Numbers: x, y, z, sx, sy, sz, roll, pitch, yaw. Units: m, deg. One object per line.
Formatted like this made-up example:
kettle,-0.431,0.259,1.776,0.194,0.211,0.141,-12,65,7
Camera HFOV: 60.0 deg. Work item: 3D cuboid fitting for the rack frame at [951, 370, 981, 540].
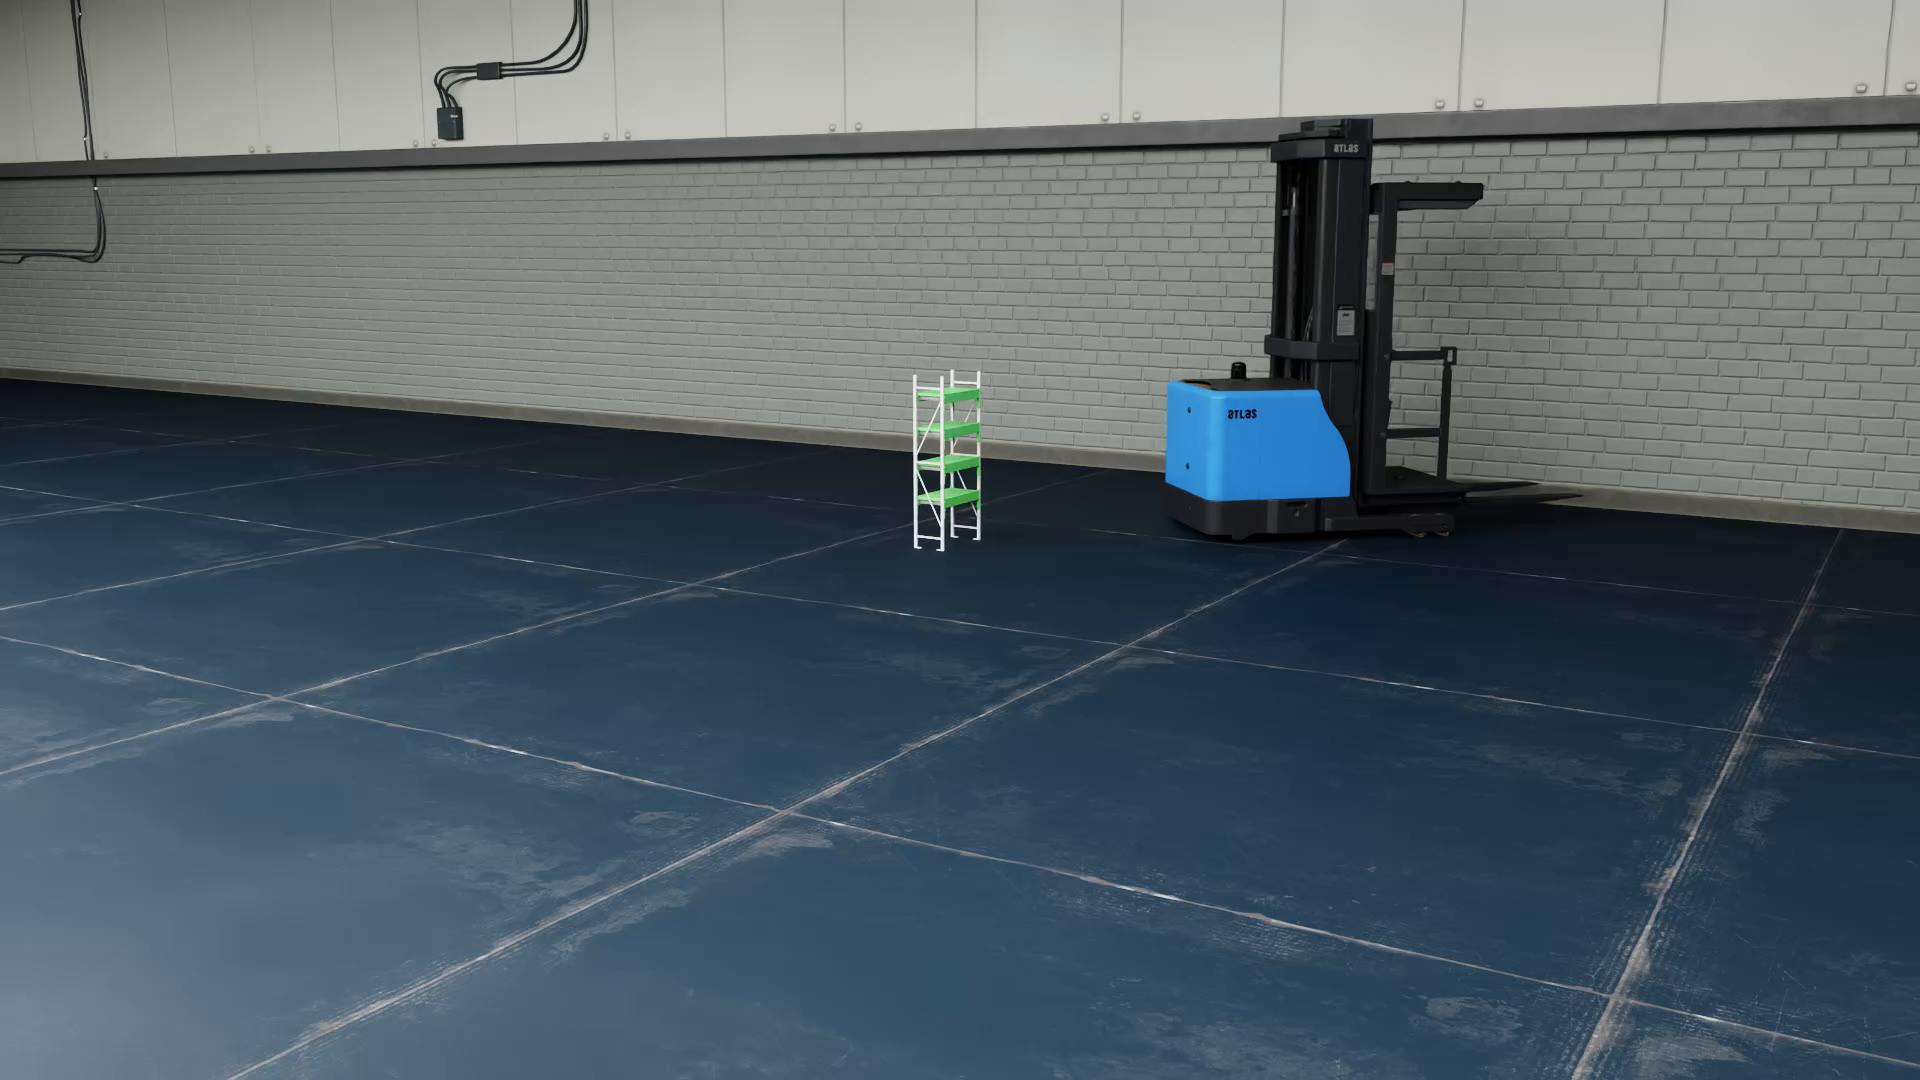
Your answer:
rack frame,0.041,-0.602,11.824,0.240,1.200,0.015,6,12,31

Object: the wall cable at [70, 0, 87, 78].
wall cable,-10.804,-7.403,21.669,3.097,2.526,0.112,6,12,31

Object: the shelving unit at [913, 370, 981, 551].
shelving unit,-0.086,-0.564,11.619,0.258,1.200,0.503,6,12,31

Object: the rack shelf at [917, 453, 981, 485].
rack shelf,-0.086,-0.501,11.631,0.258,0.148,0.480,6,12,31

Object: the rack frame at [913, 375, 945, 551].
rack frame,-0.213,-0.525,11.414,0.240,1.200,0.015,6,12,31

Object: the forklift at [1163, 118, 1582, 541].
forklift,3.104,-1.553,12.201,3.031,2.935,1.130,-2,11,-12

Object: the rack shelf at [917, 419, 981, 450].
rack shelf,-0.086,-0.737,11.587,0.258,0.148,0.480,6,12,31

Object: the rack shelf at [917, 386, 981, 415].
rack shelf,-0.086,-0.973,11.543,0.258,0.148,0.480,6,12,31

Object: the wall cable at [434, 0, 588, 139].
wall cable,-5.011,-7.467,18.057,2.305,6.003,0.169,6,12,31

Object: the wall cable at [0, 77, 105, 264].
wall cable,-13.116,-5.179,23.514,3.097,2.526,0.112,6,12,31

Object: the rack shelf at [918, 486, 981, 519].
rack shelf,-0.086,-0.265,11.675,0.258,0.148,0.480,6,12,31
